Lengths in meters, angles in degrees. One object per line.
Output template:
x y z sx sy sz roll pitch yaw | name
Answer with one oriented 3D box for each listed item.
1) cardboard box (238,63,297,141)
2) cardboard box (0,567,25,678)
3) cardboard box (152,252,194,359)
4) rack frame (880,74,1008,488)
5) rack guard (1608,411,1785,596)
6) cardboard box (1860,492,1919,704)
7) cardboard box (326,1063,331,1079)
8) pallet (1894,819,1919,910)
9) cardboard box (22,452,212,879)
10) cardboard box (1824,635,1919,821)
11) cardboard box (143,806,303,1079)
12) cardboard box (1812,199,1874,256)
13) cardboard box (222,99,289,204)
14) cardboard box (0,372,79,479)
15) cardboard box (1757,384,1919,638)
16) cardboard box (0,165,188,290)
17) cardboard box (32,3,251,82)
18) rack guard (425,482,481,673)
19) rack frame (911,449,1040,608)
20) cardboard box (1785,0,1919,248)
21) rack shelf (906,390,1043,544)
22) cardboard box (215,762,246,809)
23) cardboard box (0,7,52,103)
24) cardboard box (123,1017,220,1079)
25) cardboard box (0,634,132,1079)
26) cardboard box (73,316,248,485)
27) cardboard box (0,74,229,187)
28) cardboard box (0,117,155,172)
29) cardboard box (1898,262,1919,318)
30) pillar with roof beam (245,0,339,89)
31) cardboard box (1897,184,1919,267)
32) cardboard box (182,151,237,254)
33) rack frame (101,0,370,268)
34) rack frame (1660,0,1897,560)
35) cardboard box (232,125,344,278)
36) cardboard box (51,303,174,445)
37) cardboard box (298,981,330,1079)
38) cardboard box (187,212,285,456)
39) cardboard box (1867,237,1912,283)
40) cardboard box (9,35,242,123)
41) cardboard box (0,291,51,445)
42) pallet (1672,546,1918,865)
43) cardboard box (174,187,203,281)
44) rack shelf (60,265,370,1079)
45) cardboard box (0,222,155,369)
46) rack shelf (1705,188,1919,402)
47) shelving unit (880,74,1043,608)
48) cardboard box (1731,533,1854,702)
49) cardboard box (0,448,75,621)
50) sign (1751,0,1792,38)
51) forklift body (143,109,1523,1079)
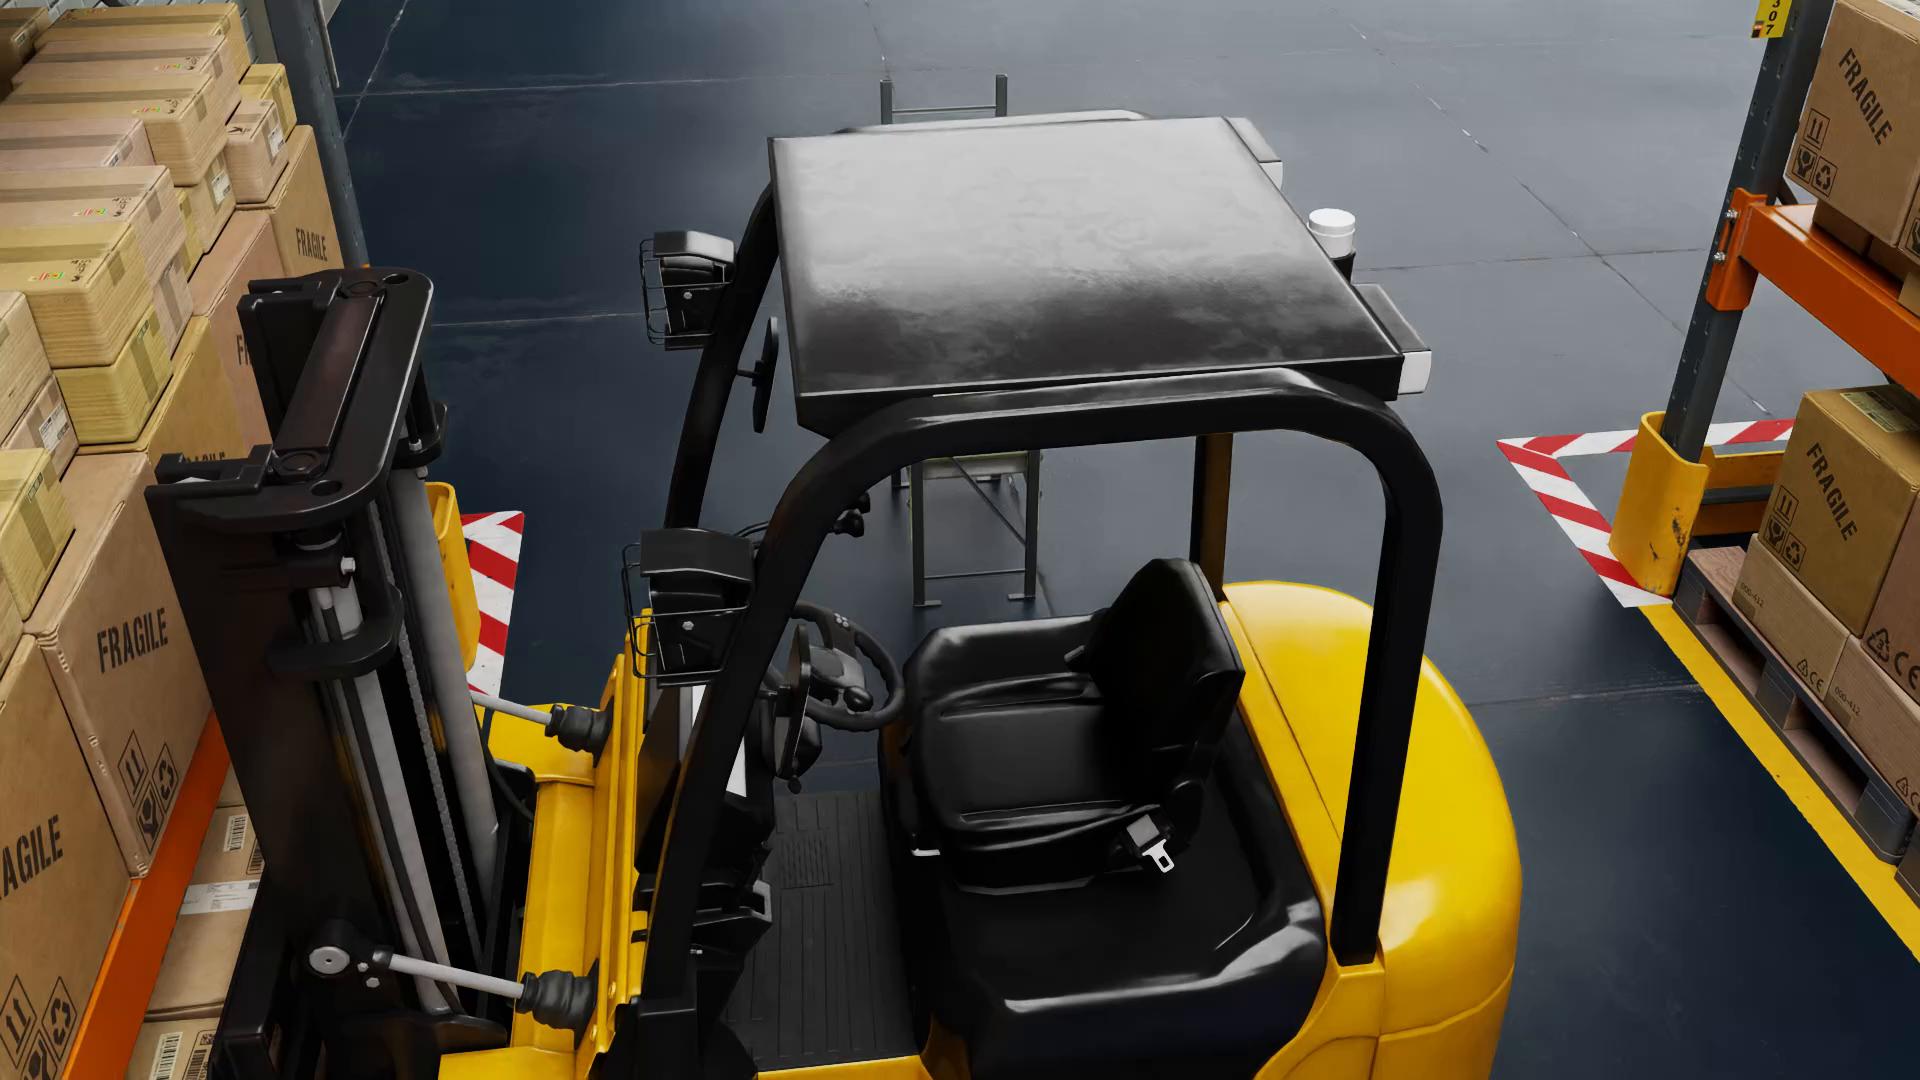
-1.782 -0.993 3.879 0.380 0.149 0.250 -4 34 -6 | cardboard box
-1.494 0.153 2.198 0.380 0.149 0.250 -5 35 -8 | cardboard box
-1.639 -0.419 3.036 0.380 0.149 0.250 -5 35 -8 | cardboard box
-0.050 -0.828 5.633 0.400 1.500 0.023 -4 35 -6 | rack frame
2.822 -0.159 5.539 1.175 0.500 0.348 -4 35 -6 | rack guard
2.725 0.195 4.204 0.500 0.500 0.500 -6 35 -8 | cardboard box
-1.522 1.191 3.407 0.500 0.250 0.500 -3 34 -5 | cardboard box
3.057 1.096 3.954 1.003 0.211 1.213 -4 35 -6 | pallet
-1.571 0.213 2.685 0.500 0.500 0.500 -4 34 -6 | cardboard box
2.708 0.485 4.443 0.500 0.250 0.500 -3 34 -5 | cardboard box
-1.522 0.776 3.129 0.500 0.250 0.500 -5 35 -7 | cardboard box
2.653 -0.925 4.667 0.380 0.149 0.250 -4 35 -6 | cardboard box
-1.718 -0.853 3.673 0.380 0.149 0.250 -4 34 -6 | cardboard box
-1.641 -0.133 2.617 0.380 0.149 0.250 -5 35 -7 | cardboard box
2.650 -0.097 4.631 0.500 0.500 0.500 -5 35 -8 | cardboard box
-1.618 -0.544 2.955 0.380 0.149 0.250 -4 34 -5 | cardboard box
-1.849 -1.104 3.778 0.380 0.149 0.250 -4 35 -6 | cardboard box
-2.109 0.164 5.066 1.175 0.500 0.348 -4 35 -6 | rack guard
0.048 -0.419 5.033 0.400 1.500 0.023 -4 35 -6 | rack frame
2.601 -1.113 4.366 0.500 0.500 0.500 -5 35 -7 | cardboard box
-0.001 -0.354 5.517 0.431 0.370 0.720 -4 35 -6 | rack shelf
-1.583 0.492 3.545 0.500 0.250 0.500 -4 34 -6 | cardboard box
-2.273 -1.085 3.749 0.380 0.149 0.250 -5 35 -7 | cardboard box
-1.459 1.069 2.698 0.500 0.250 0.500 -3 34 -5 | cardboard box
-1.525 0.496 2.270 0.500 0.500 0.500 -5 35 -7 | cardboard box
-1.650 -0.066 3.095 0.500 0.500 0.500 -5 35 -7 | cardboard box
-1.723 -0.825 3.368 0.380 0.149 0.250 -4 34 -5 | cardboard box
-1.763 -0.681 3.156 0.380 0.149 0.250 -4 34 -6 | cardboard box
2.656 -0.631 4.235 0.380 0.149 0.250 -5 35 -8 | cardboard box
0.553 -6.552 7.374 9.100 9.000 0.400 -4 35 -6 | pillar with roof beam
2.674 -0.824 3.943 0.500 0.500 0.500 -3 34 -5 | cardboard box
-1.744 -0.703 3.454 0.380 0.149 0.250 -4 34 -5 | cardboard box
-2.106 -0.856 4.342 1.000 3.000 0.127 -4 35 -6 | rack frame
2.812 -1.234 4.897 1.000 3.000 0.127 -4 35 -6 | rack frame
-1.780 -0.643 3.940 0.500 0.500 0.500 -5 35 -7 | cardboard box
-1.585 -0.279 2.831 0.380 0.149 0.250 -4 34 -6 | cardboard box
-1.520 0.995 3.251 0.500 0.250 0.500 -4 35 -7 | cardboard box
-1.719 -0.352 3.515 0.500 0.500 0.500 -3 34 -5 | cardboard box
2.701 -0.785 4.461 0.380 0.149 0.250 -4 34 -6 | cardboard box
-1.785 -0.969 3.579 0.380 0.149 0.250 -4 35 -6 | cardboard box
-1.637 -0.249 2.523 0.380 0.149 0.250 -4 34 -6 | cardboard box
2.896 0.417 4.951 1.003 0.211 1.213 -4 35 -6 | pallet
-1.722 -0.564 3.249 0.380 0.149 0.250 -5 35 -7 | cardboard box
-1.837 0.557 2.907 1.077 0.370 4.000 -4 35 -6 | rack shelf
-1.578 -0.400 2.744 0.380 0.149 0.250 -4 34 -5 | cardboard box
3.081 0.179 3.462 1.077 0.370 4.000 -4 35 -6 | rack shelf
-0.001 -0.623 5.333 0.431 1.500 0.755 -4 35 -6 | shelving unit
2.646 0.200 4.862 0.500 0.250 0.500 -5 35 -7 | cardboard box
-1.539 0.005 2.415 0.380 0.149 0.250 -5 35 -7 | cardboard box
2.274 -1.551 4.593 0.100 0.325 0.005 -4 35 -6 | sign
-0.043 0.415 3.231 2.313 2.155 1.214 -4 35 -6 | forklift body
